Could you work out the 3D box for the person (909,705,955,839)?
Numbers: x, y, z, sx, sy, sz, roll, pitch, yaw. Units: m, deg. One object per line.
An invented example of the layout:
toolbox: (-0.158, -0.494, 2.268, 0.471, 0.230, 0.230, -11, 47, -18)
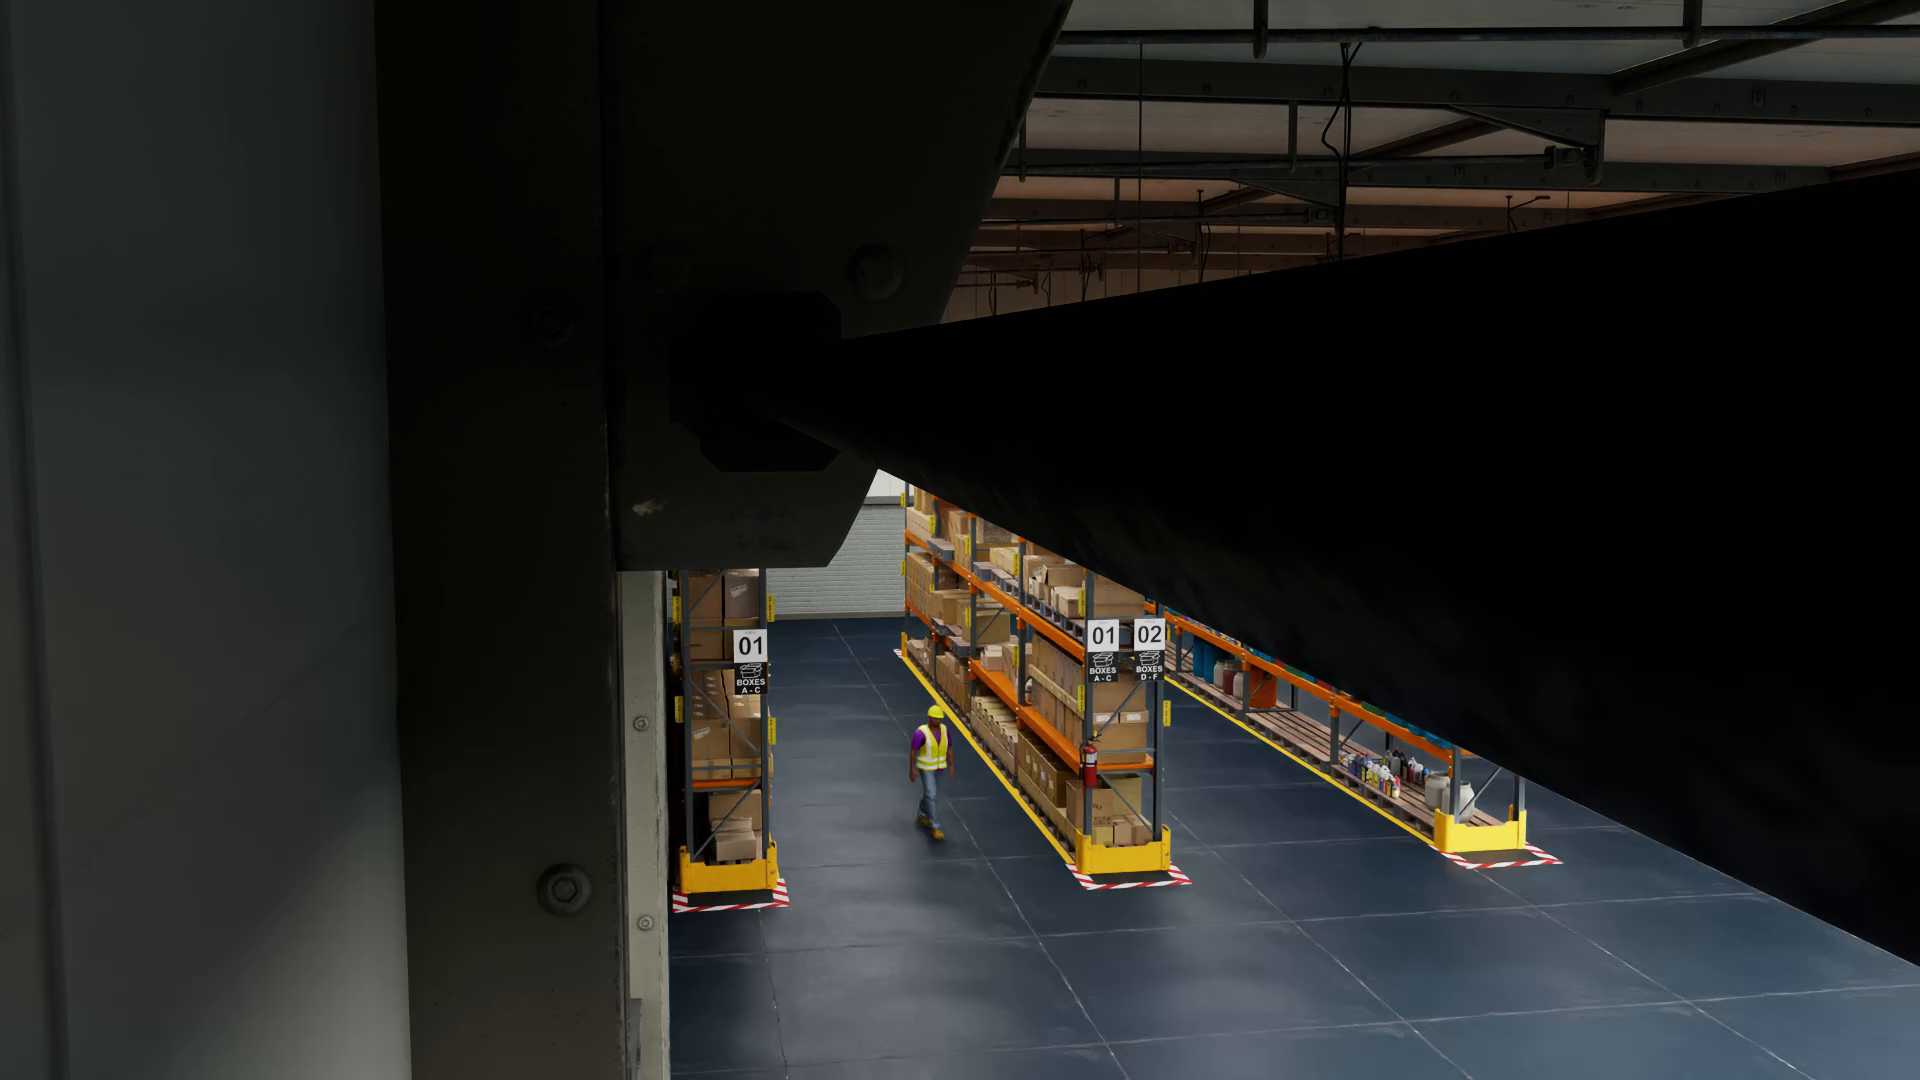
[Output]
person: (-0.345, 3.104, 22.617, 0.592, 1.721, 0.950, -5, 7, -38)
